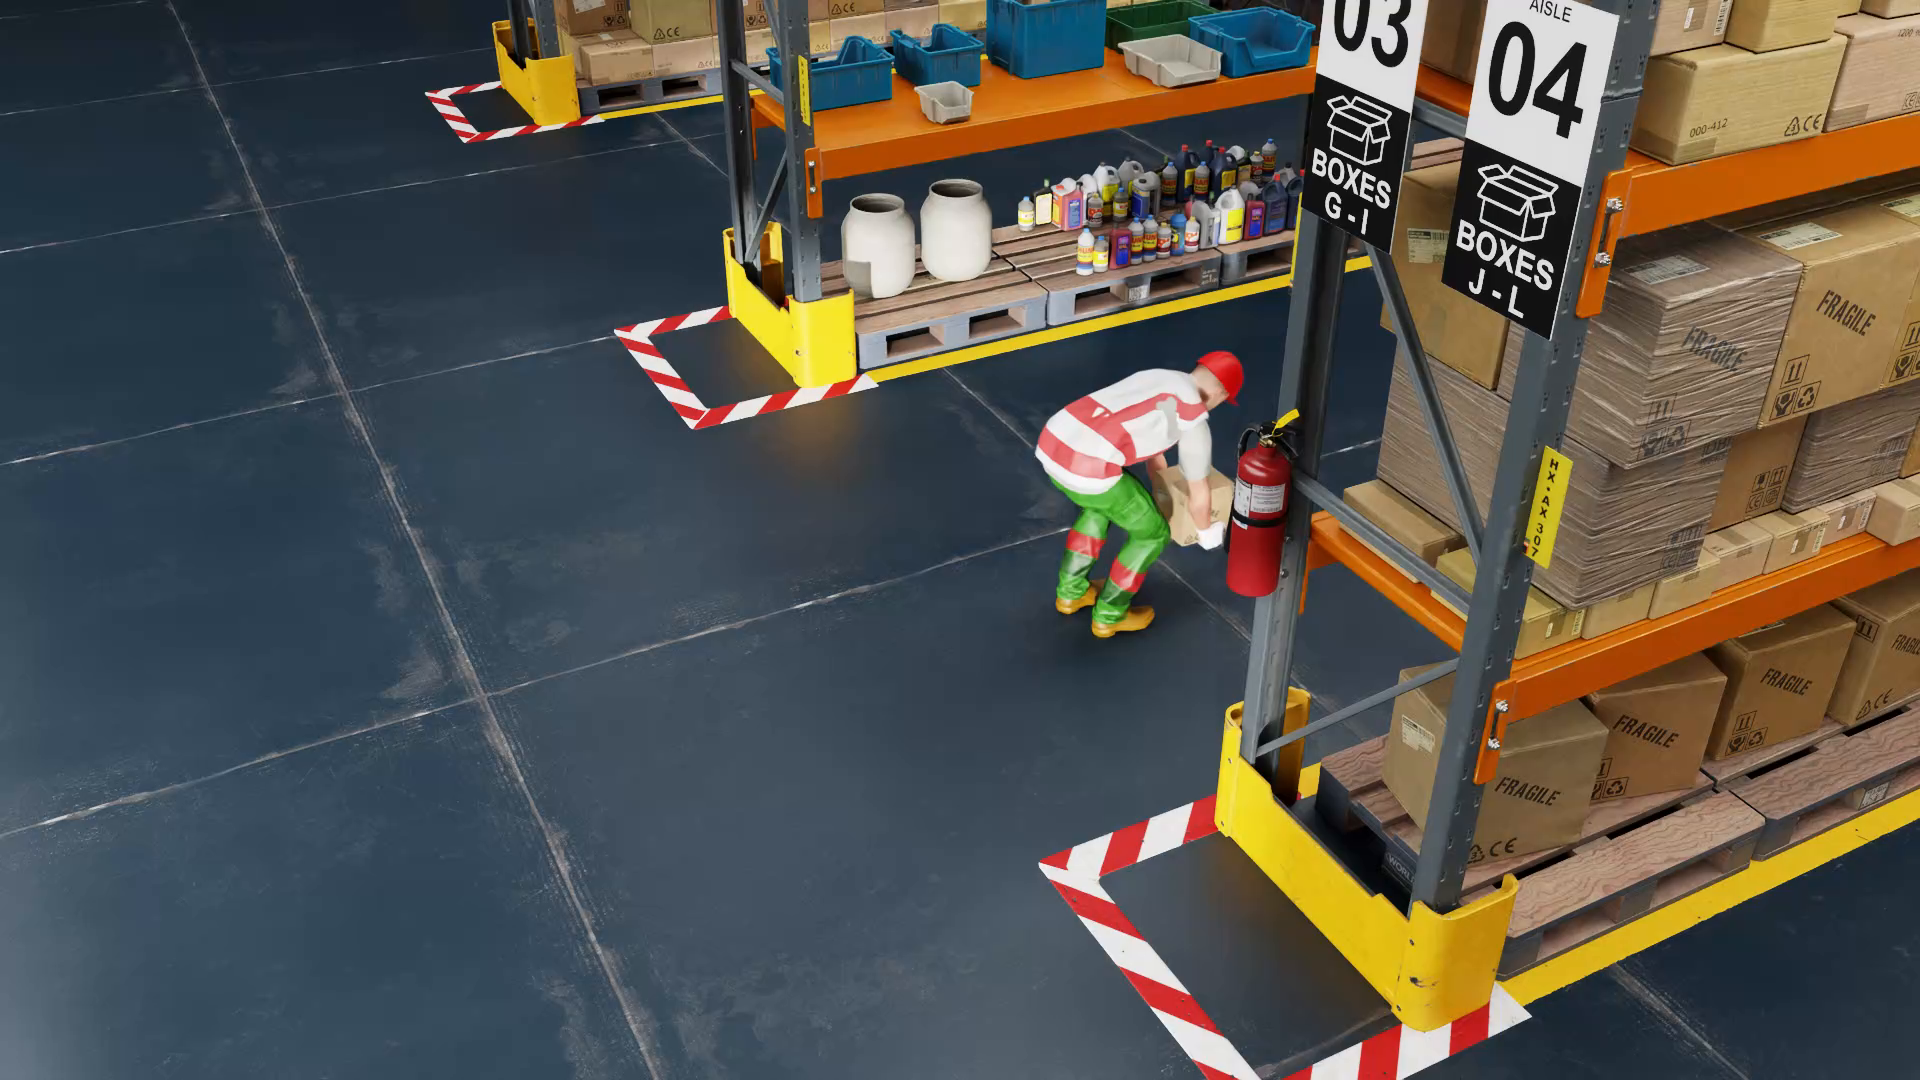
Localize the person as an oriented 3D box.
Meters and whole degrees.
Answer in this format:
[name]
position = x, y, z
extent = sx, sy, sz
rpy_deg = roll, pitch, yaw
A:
[person]
position = 0.765, -0.199, 7.027
extent = 0.951, 1.134, 0.517
rpy_deg = -18, 37, -25
